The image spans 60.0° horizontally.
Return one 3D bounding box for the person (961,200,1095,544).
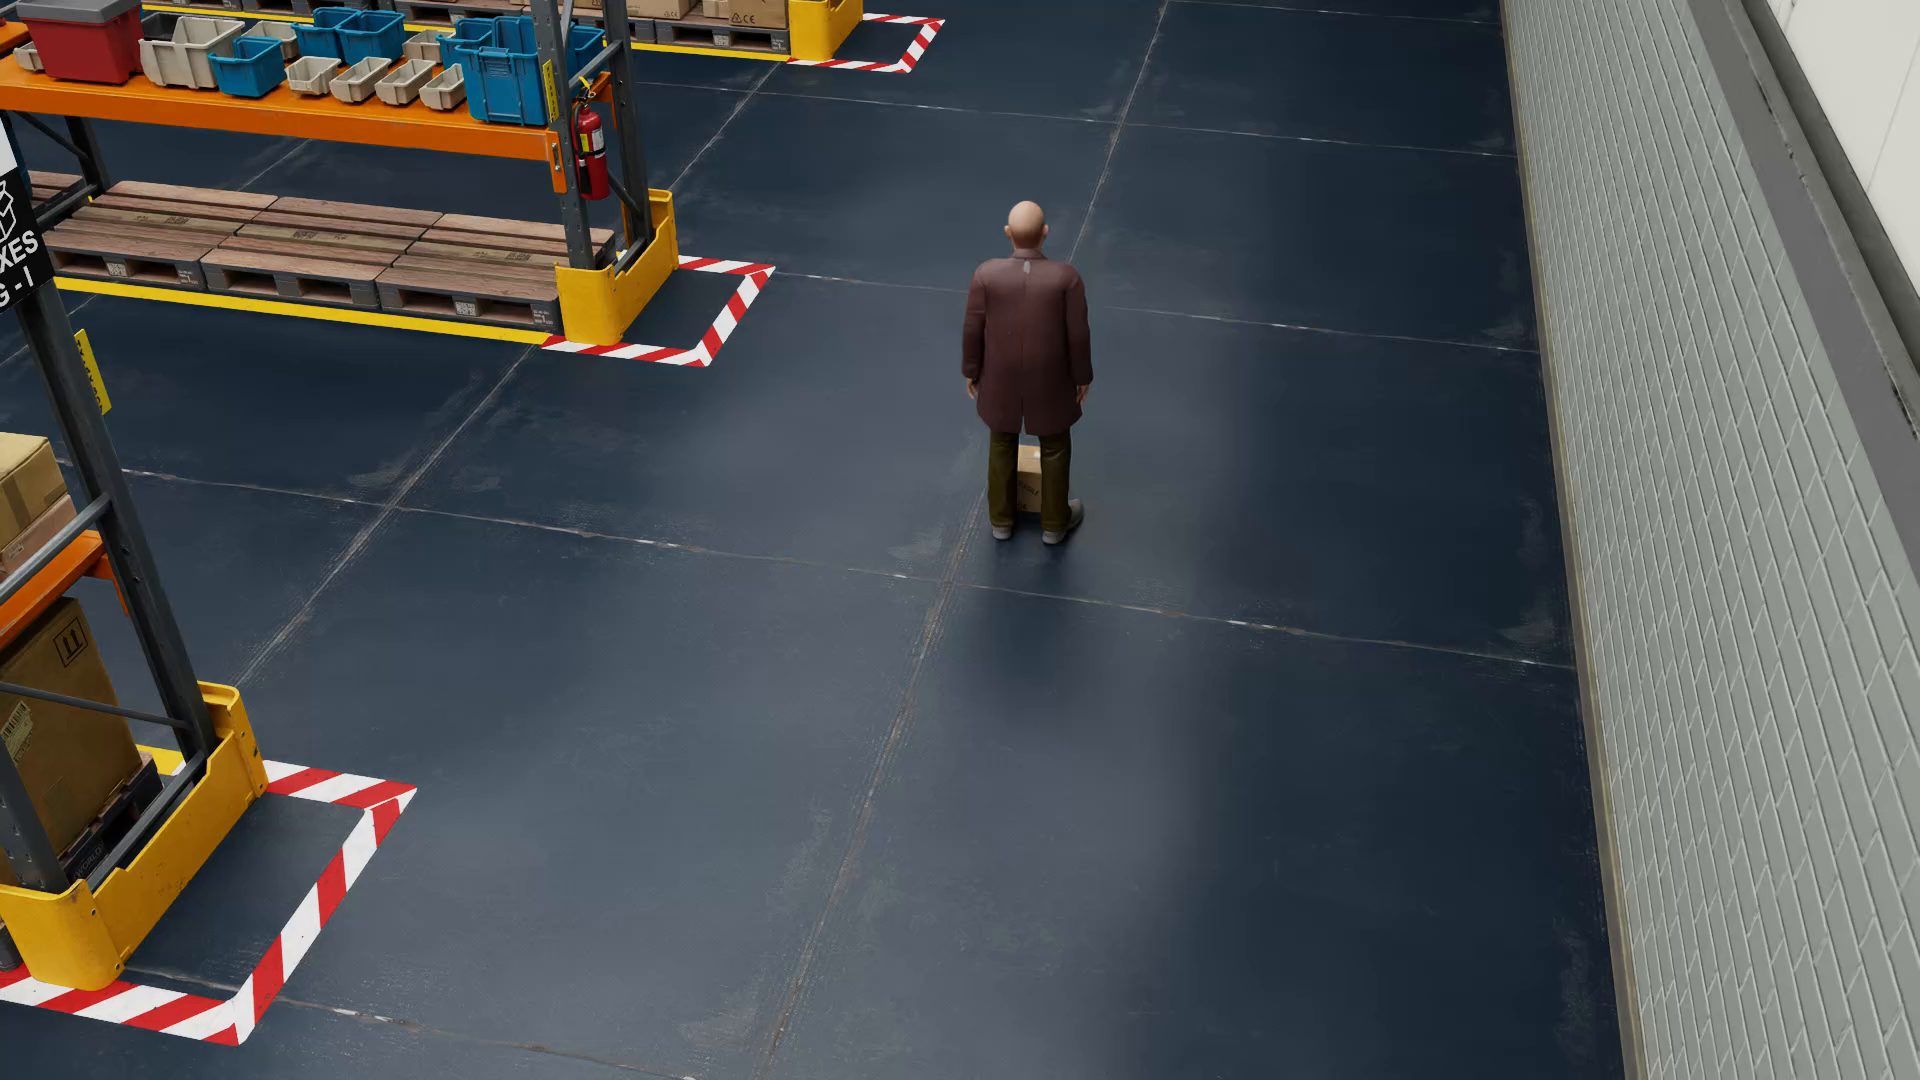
[{"bbox_3d":[0.323,-0.794,8.067,0.656,1.774,0.416,6,37,9],"label":"person"}]
